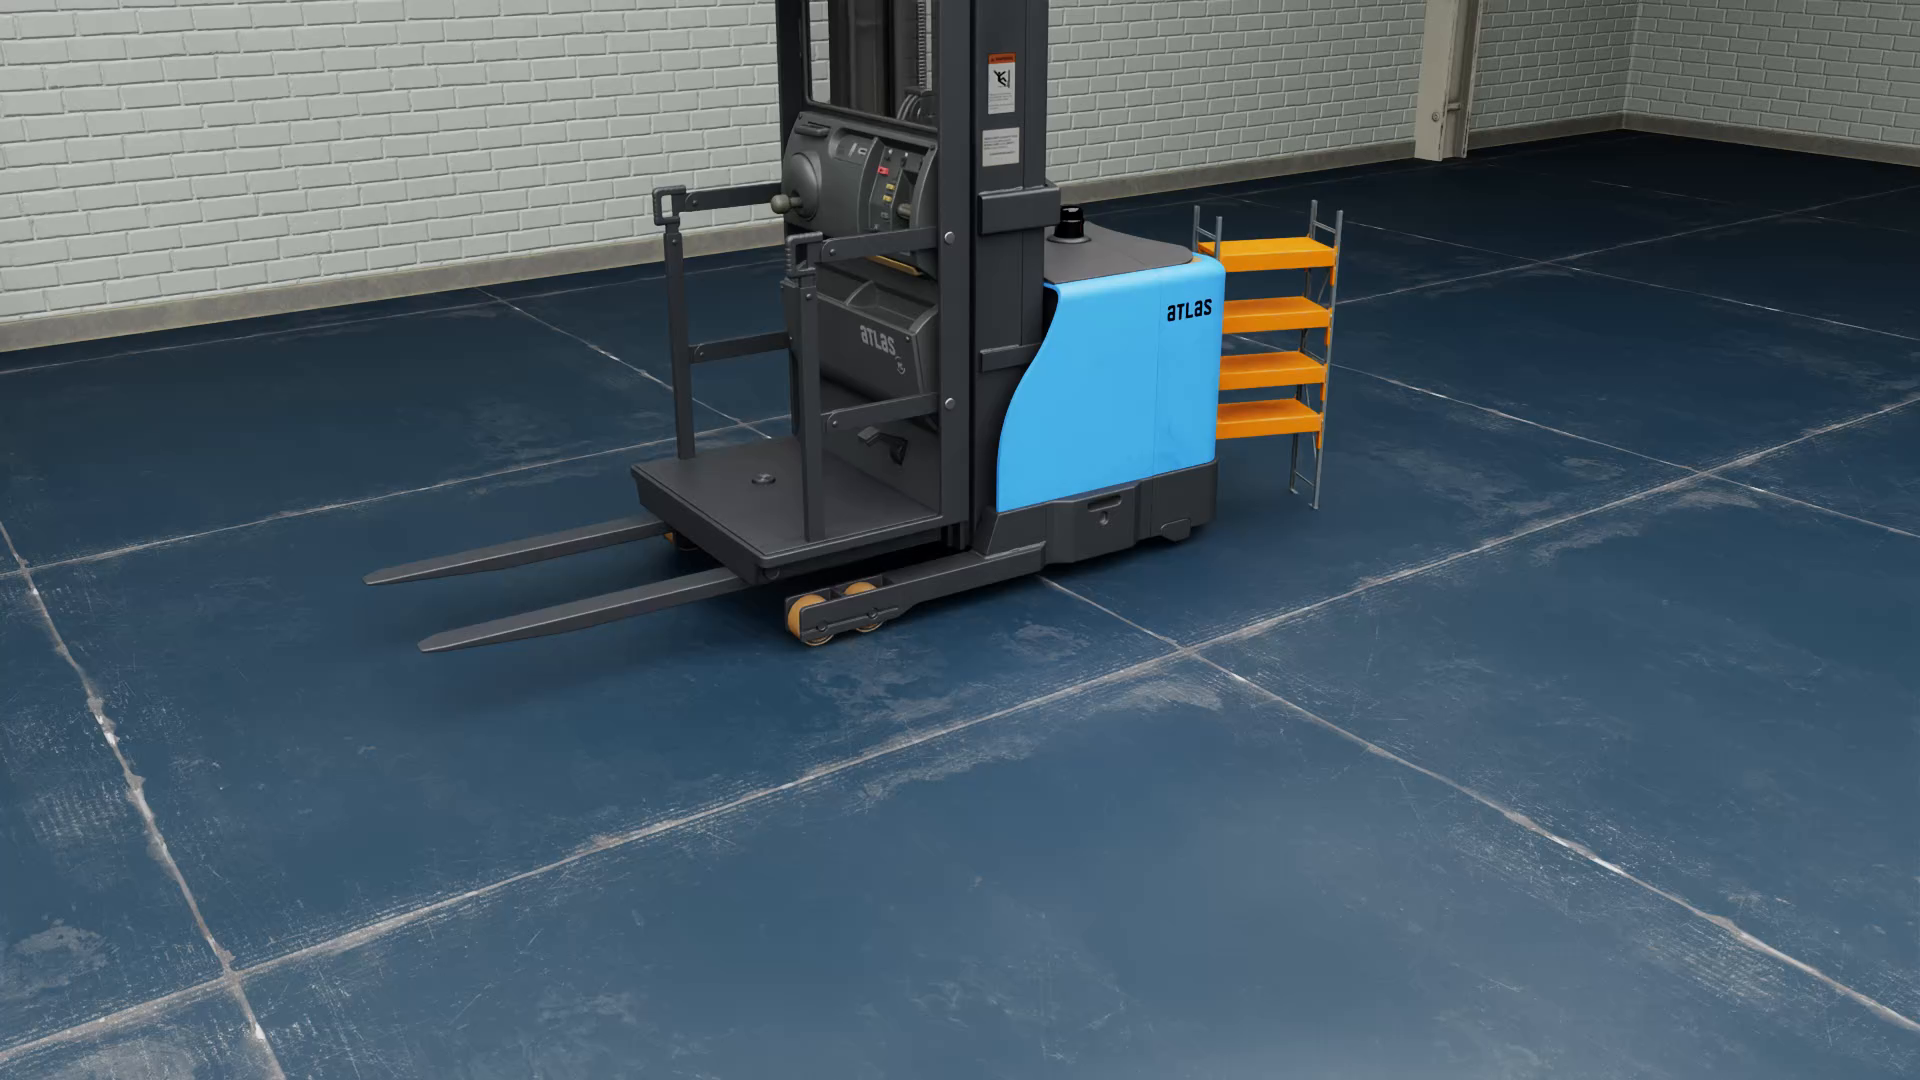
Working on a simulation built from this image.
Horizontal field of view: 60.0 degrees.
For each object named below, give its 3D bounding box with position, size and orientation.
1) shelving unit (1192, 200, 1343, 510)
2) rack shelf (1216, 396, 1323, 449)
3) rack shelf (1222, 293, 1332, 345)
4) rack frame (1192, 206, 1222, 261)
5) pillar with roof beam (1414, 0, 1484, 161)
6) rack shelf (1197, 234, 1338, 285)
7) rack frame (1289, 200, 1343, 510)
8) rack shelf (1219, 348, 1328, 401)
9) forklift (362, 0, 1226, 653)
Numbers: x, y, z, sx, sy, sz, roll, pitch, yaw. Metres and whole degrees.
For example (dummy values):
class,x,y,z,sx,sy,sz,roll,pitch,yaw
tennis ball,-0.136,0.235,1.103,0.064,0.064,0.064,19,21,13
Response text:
class,x,y,z,sx,sy,sz,roll,pitch,yaw
shelving unit,1.169,-0.701,6.533,0.503,1.200,0.258,-5,22,-13
rack shelf,1.169,-0.454,6.632,0.480,0.148,0.258,-5,22,-13
rack shelf,1.169,-0.846,6.475,0.480,0.148,0.258,-5,22,-13
rack frame,0.933,-0.678,6.477,0.015,1.200,0.240,-5,22,-13
pillar with roof beam,6.873,-6.369,10.217,0.400,9.000,9.100,-15,26,-33
rack shelf,1.169,-1.066,6.387,0.480,0.148,0.258,-5,22,-13
rack frame,1.405,-0.723,6.589,0.015,1.200,0.240,-5,22,-13
rack shelf,1.169,-0.638,6.558,0.480,0.148,0.258,-5,22,-13
forklift,-0.525,-1.233,5.533,3.031,2.935,1.130,-14,26,-31
